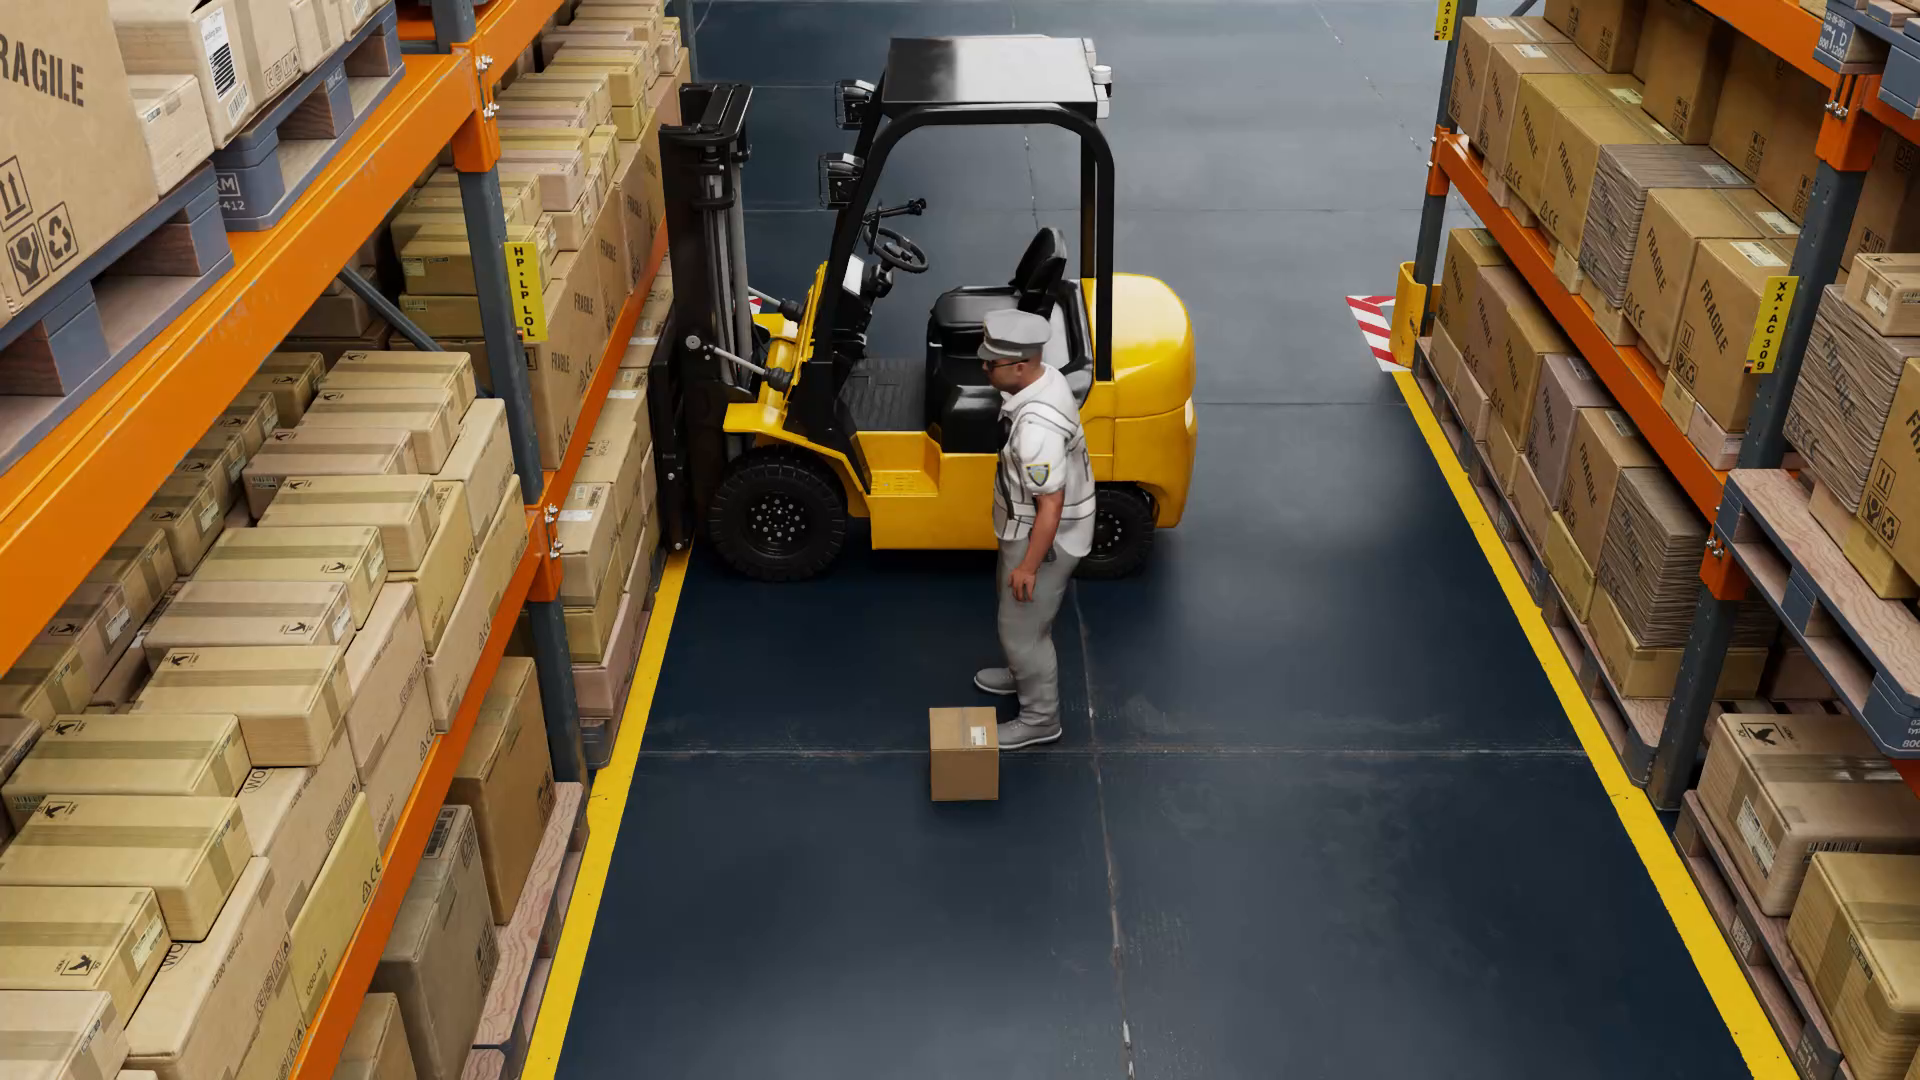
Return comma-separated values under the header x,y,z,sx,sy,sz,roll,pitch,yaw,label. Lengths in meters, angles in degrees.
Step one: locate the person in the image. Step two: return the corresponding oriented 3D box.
x,y,z,sx,sy,sz,roll,pitch,yaw,label
0.275,-0.030,6.175,0.433,1.748,0.595,-1,31,-1,person
